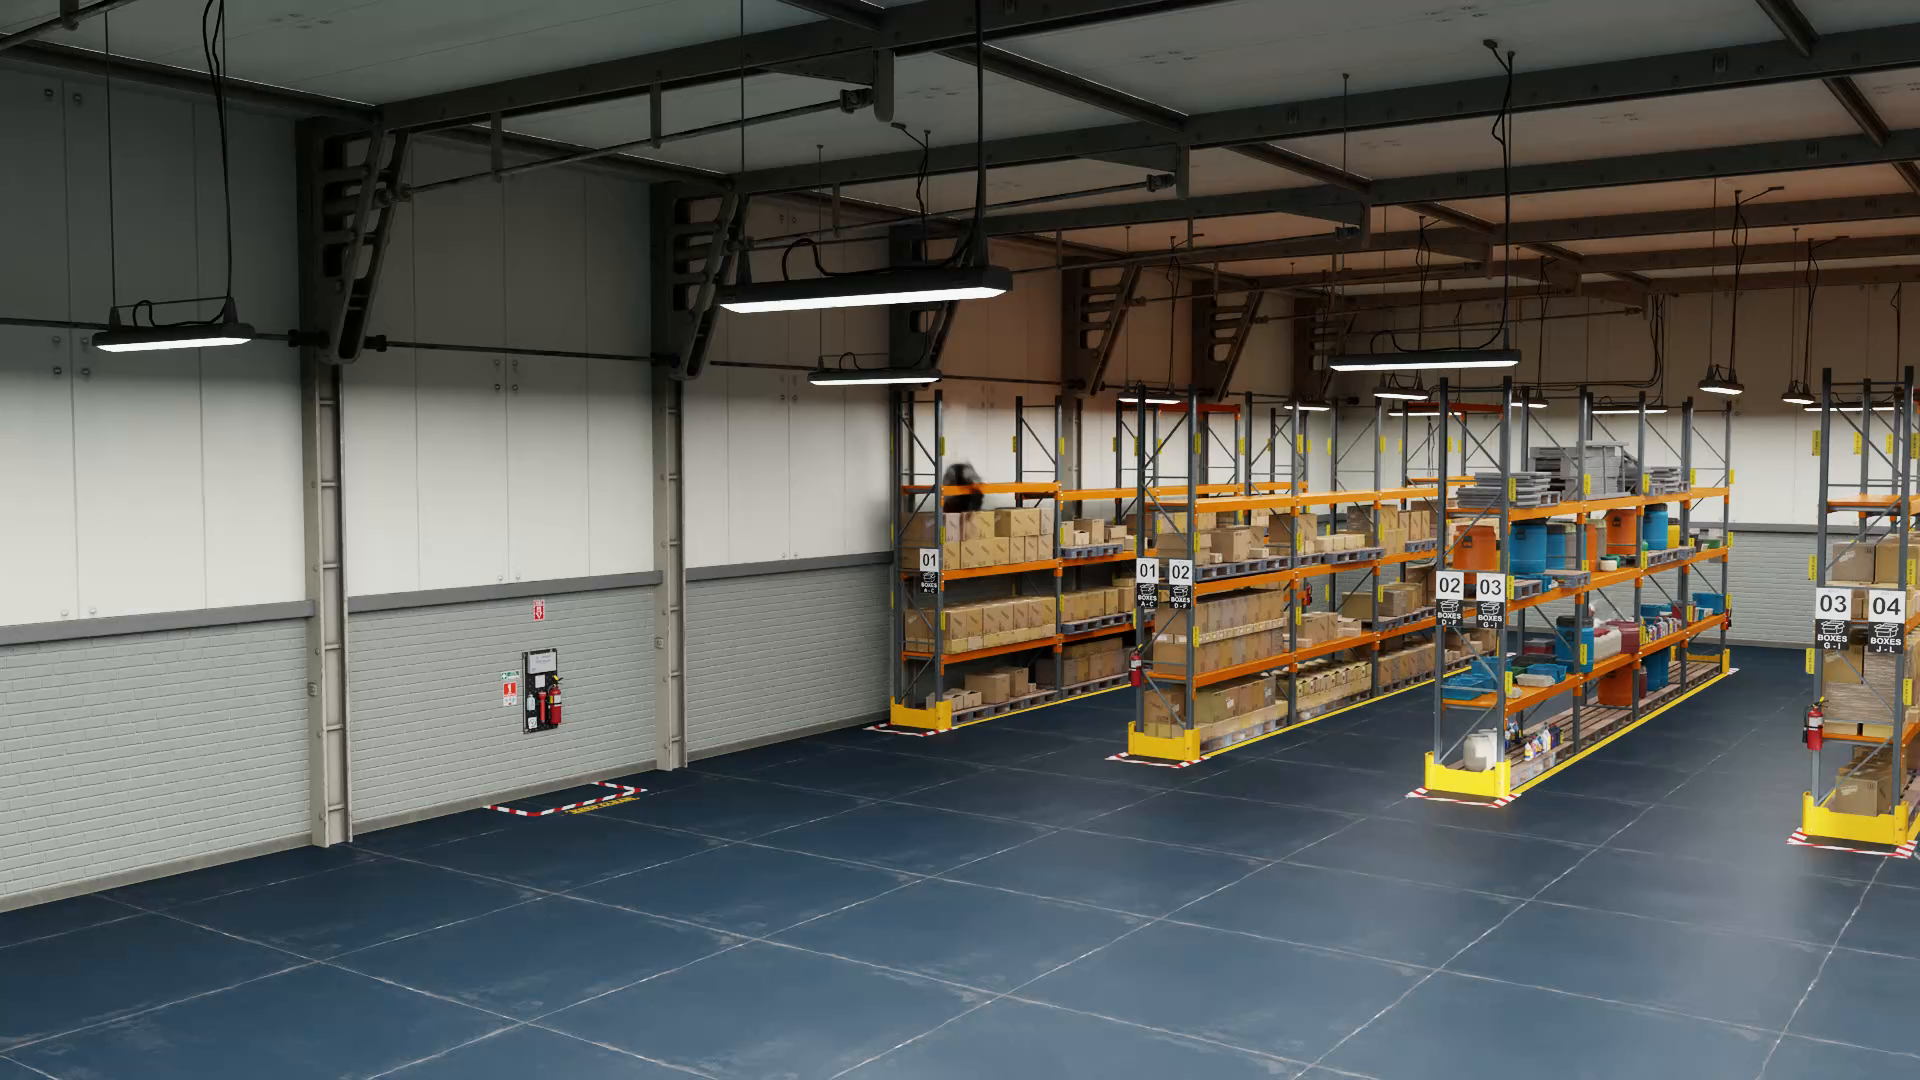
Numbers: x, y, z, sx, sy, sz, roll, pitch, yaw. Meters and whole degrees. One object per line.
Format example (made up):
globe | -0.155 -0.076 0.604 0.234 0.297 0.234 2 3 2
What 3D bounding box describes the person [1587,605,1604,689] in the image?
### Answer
person | 13.031 2.208 34.388 0.665 1.742 0.546 2 4 35
